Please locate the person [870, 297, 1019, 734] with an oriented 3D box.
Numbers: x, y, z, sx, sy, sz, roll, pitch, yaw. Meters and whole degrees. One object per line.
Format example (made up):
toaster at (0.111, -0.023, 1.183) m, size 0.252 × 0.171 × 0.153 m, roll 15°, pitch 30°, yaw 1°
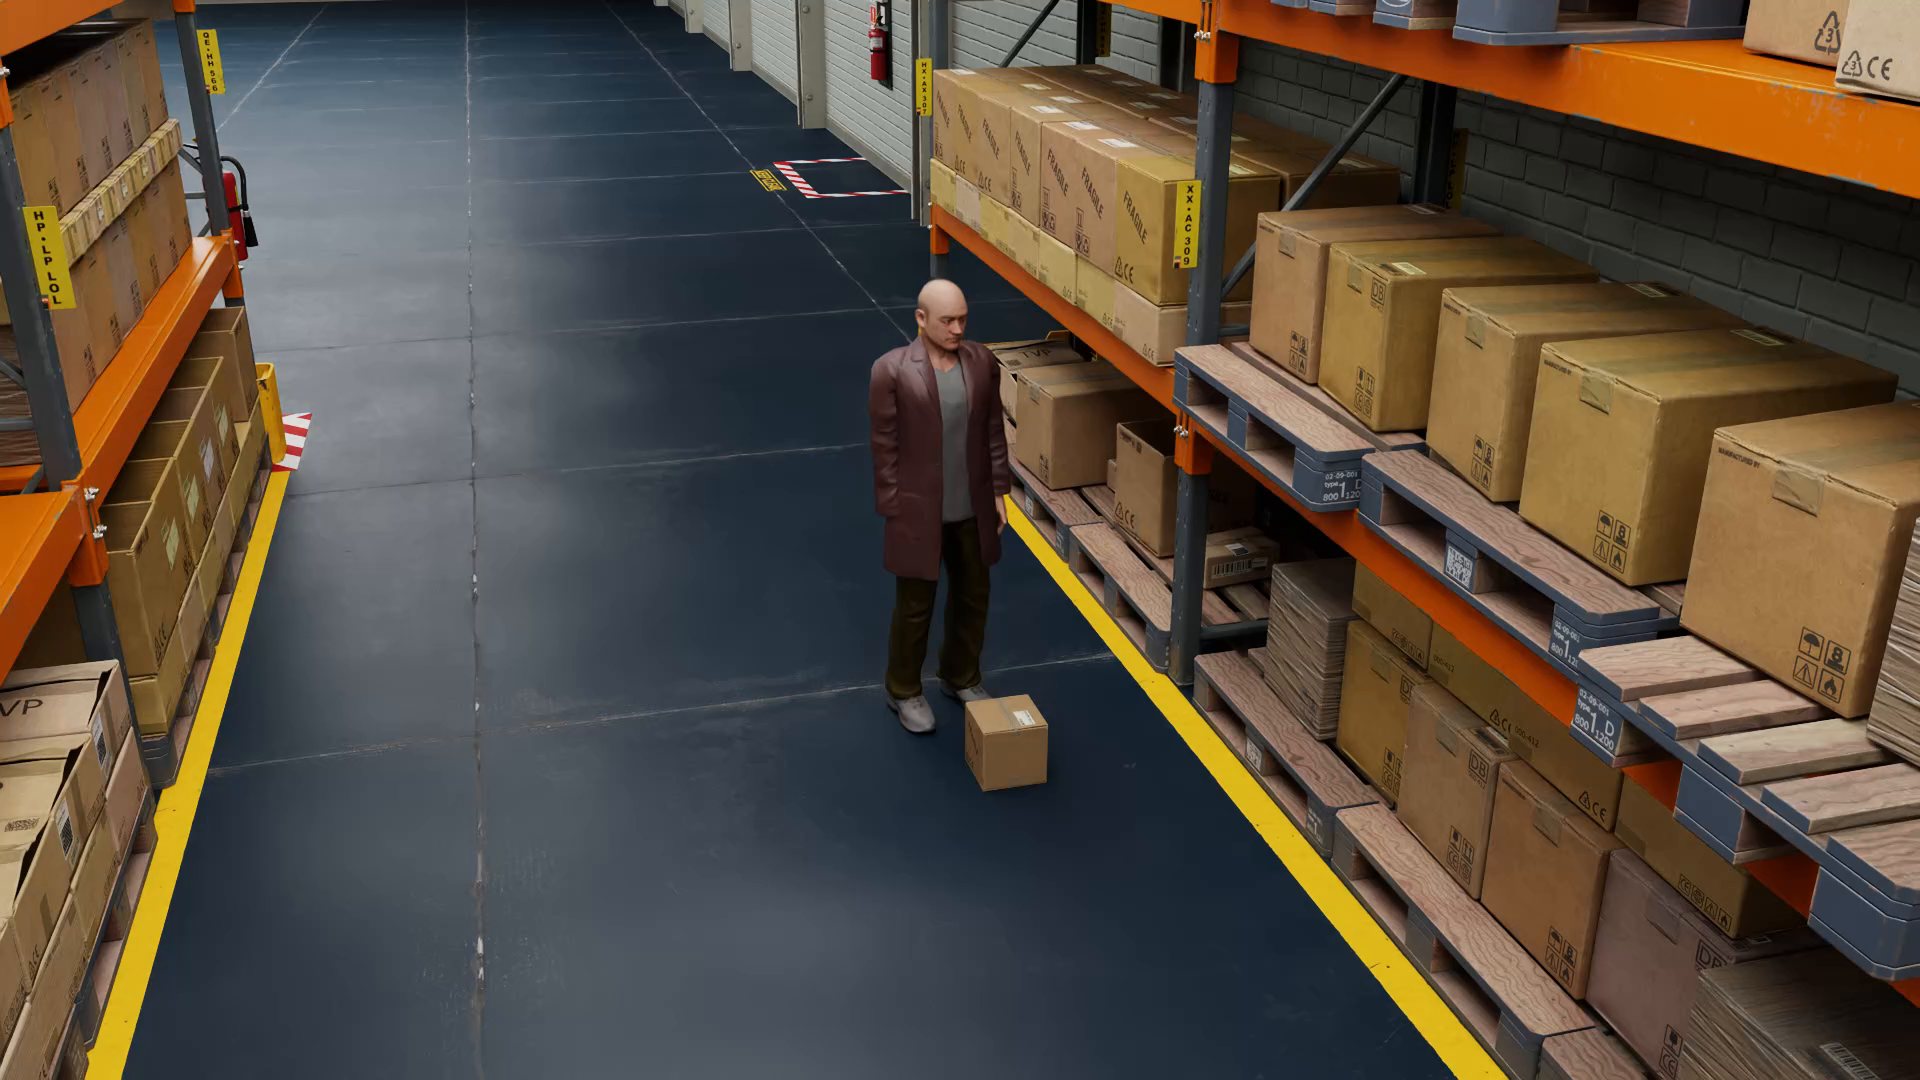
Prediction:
person at (-0.051, -0.106, 6.435) m, size 0.587 × 1.737 × 0.417 m, roll -11°, pitch 25°, yaw -24°
